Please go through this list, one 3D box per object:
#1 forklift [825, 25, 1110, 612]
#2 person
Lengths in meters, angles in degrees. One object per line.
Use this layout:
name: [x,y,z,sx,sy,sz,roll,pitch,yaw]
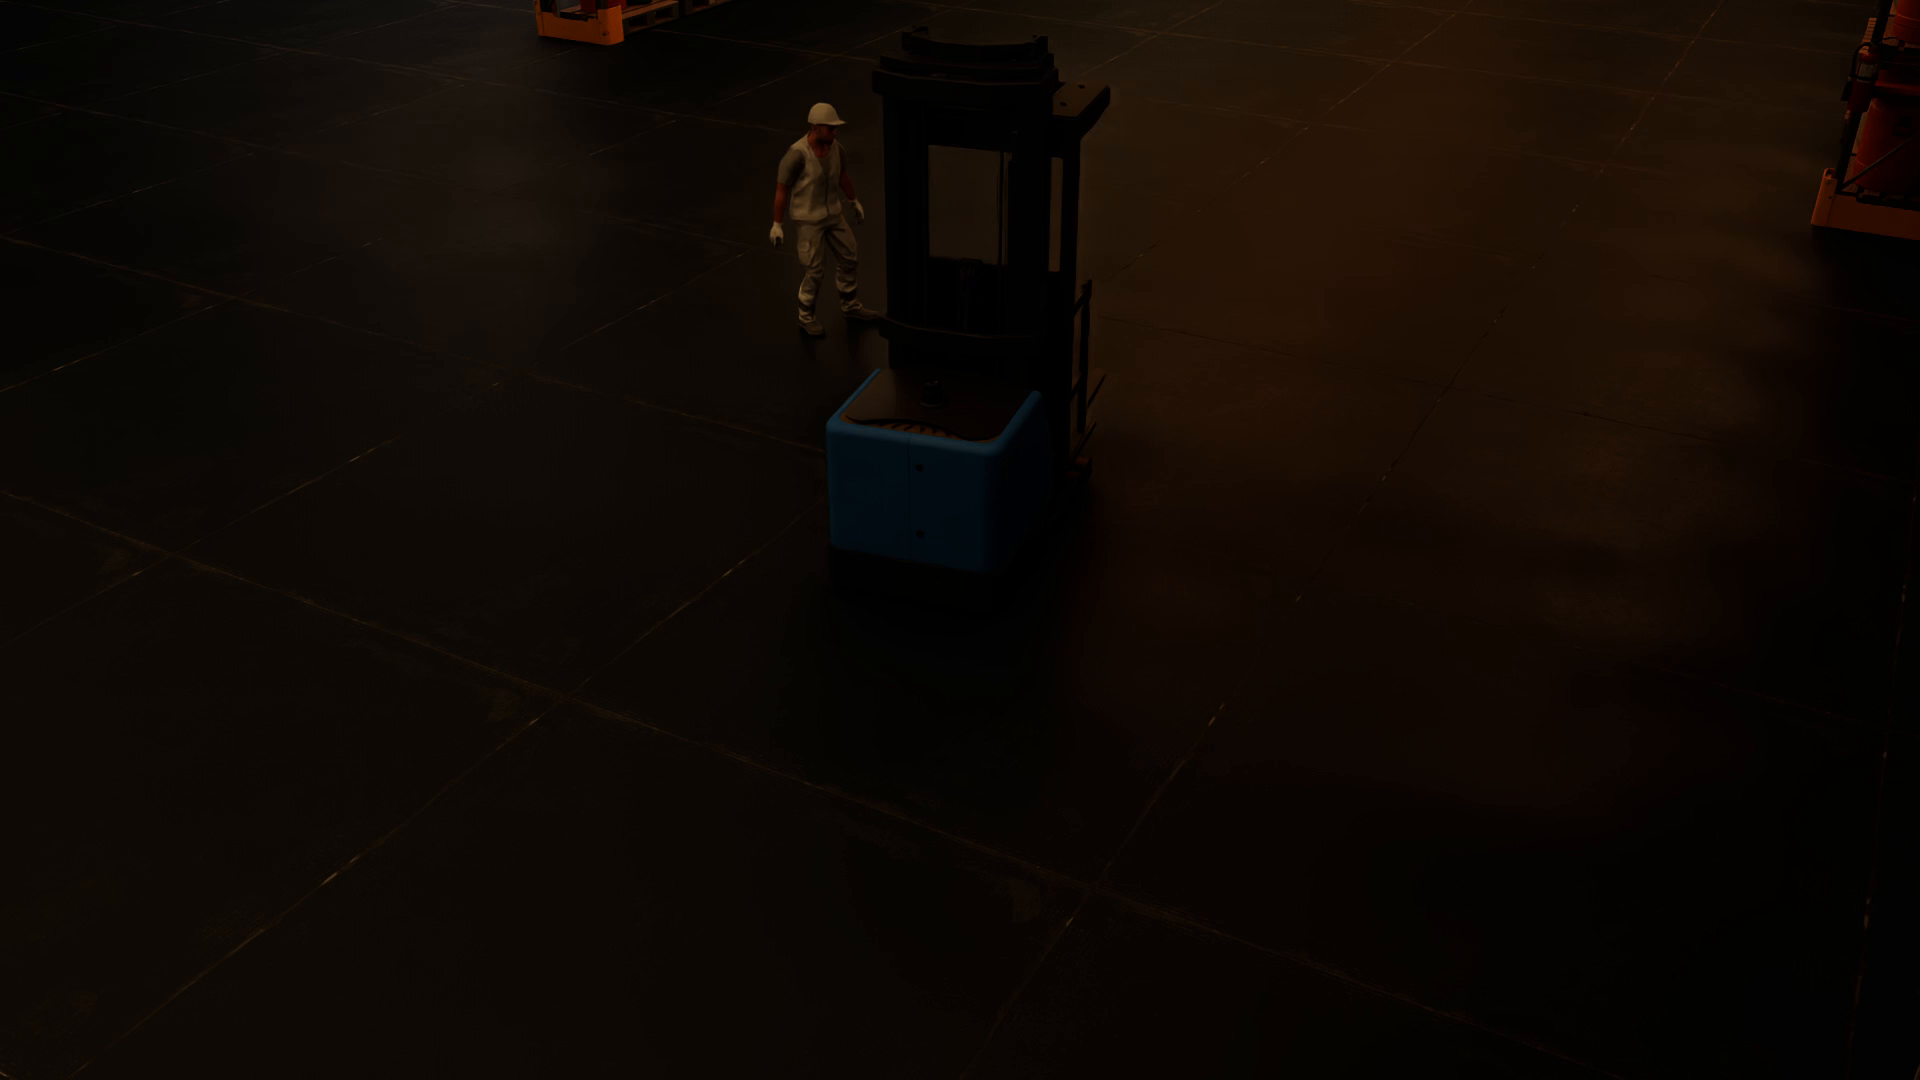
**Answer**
forklift: [0.208,-1.594,9.833,1.130,2.935,3.031,10,31,16]
person: [-1.017,-2.394,12.398,0.428,1.752,0.839,26,39,37]
